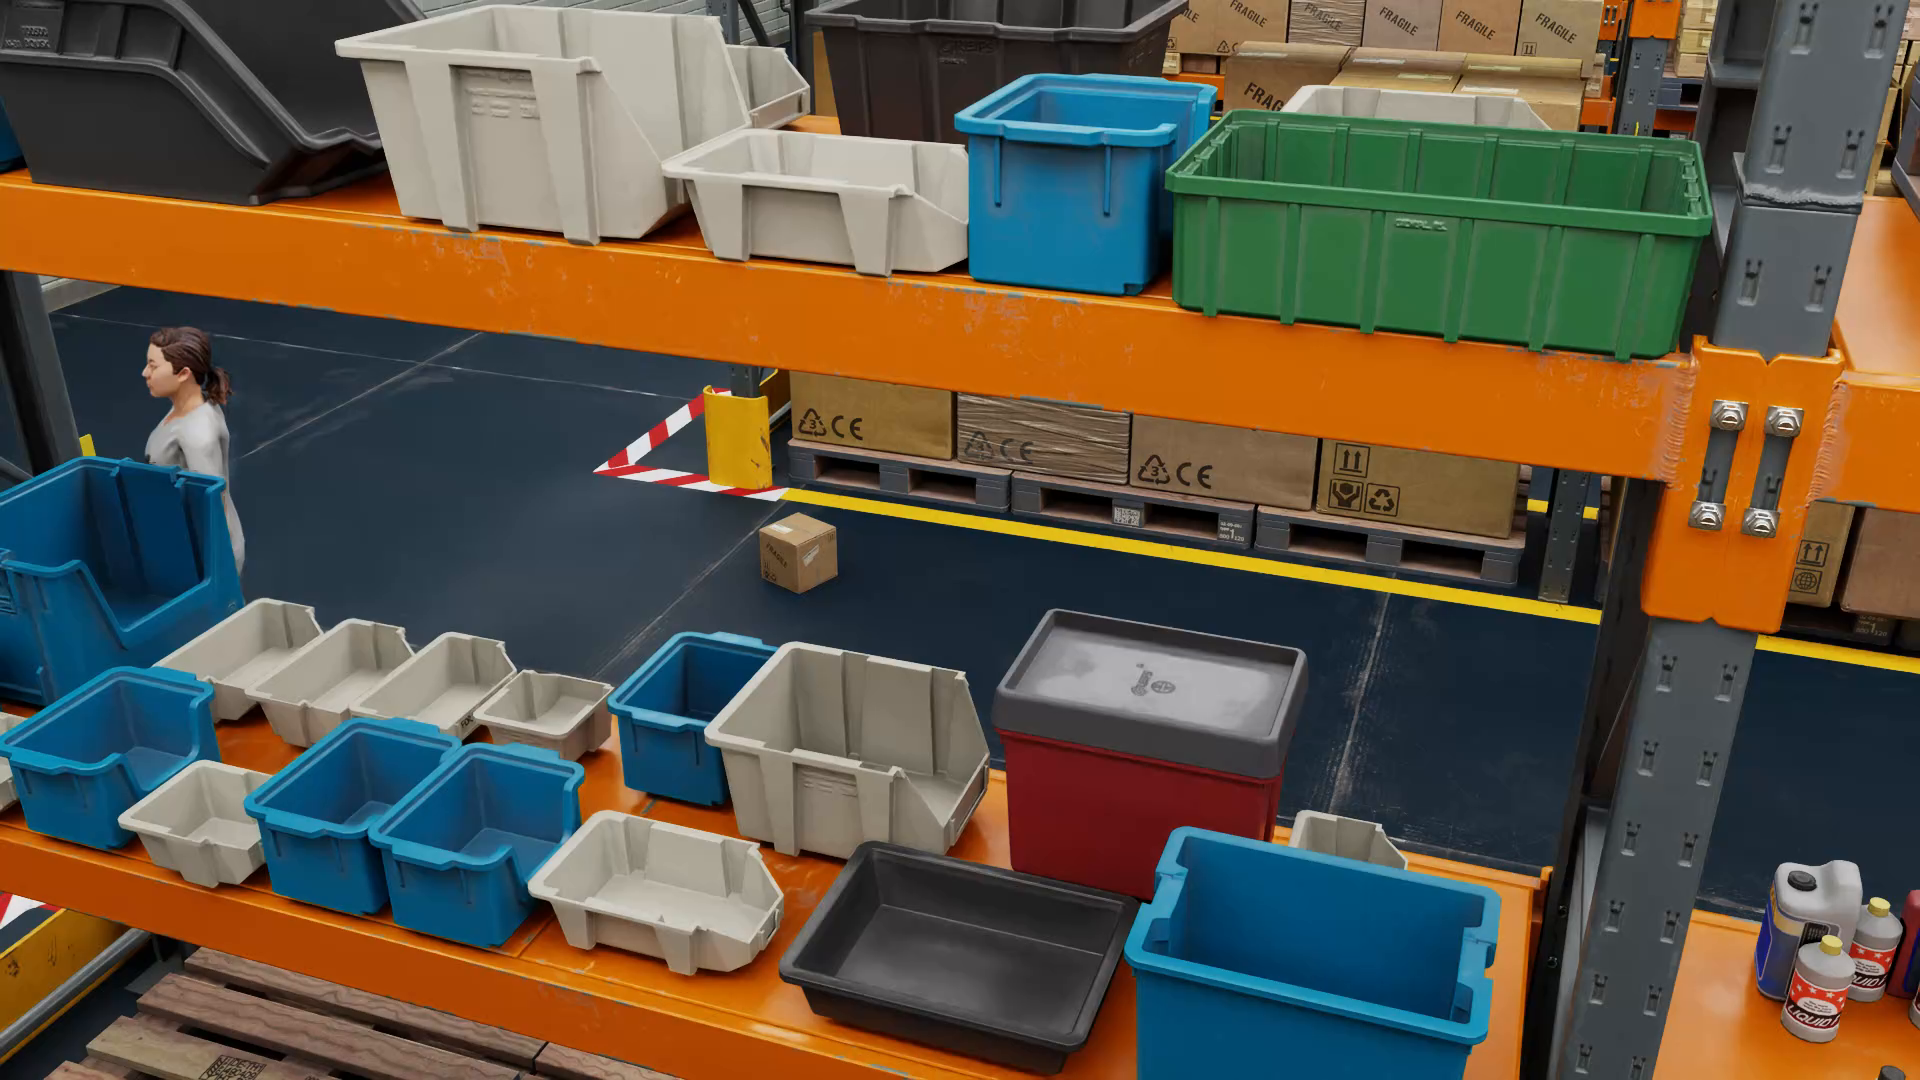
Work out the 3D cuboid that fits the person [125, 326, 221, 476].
[{"bbox_3d":[-2.741,0.033,6.004,0.561,1.656,0.444,-12,28,-24],"label":"person"}]
